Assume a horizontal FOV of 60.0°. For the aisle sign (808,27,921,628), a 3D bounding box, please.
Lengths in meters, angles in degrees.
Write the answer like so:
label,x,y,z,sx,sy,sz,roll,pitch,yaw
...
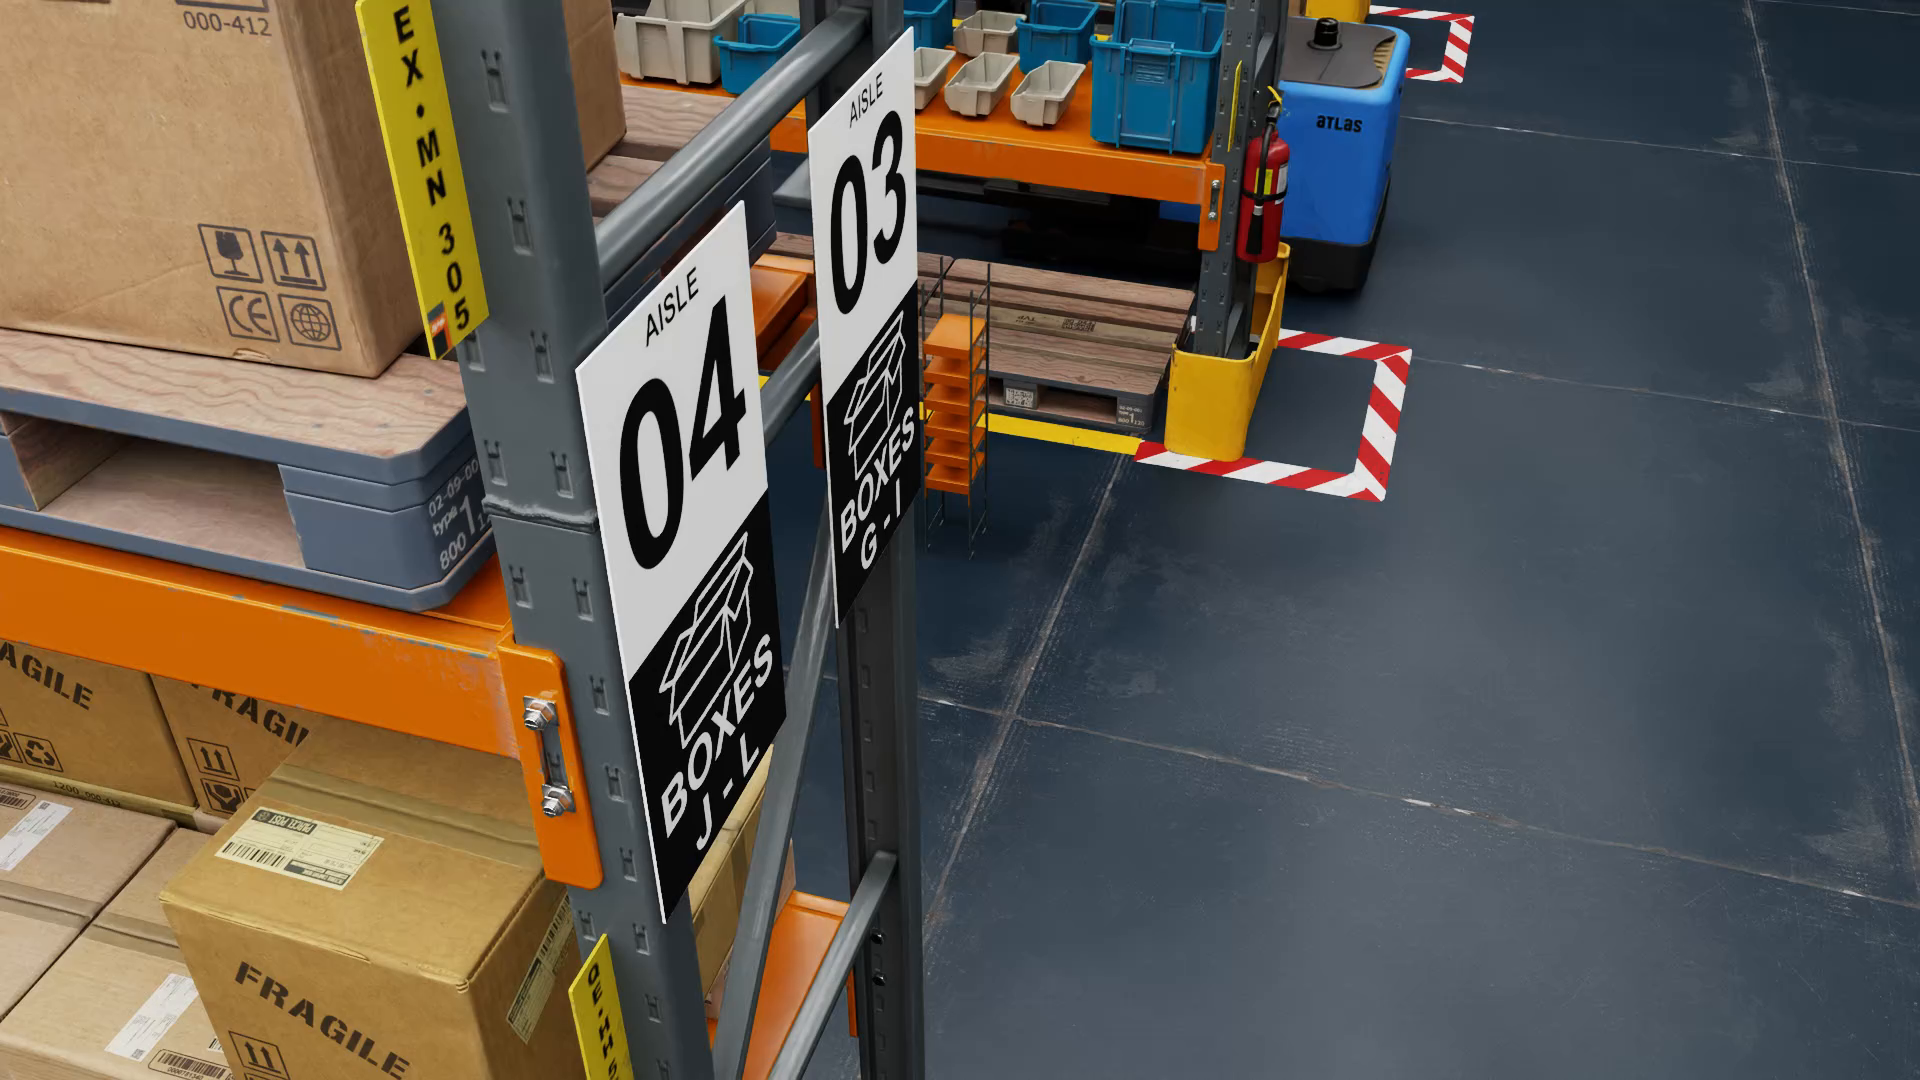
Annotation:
label,x,y,z,sx,sy,sz,roll,pitch,yaw
aisle sign,-0.127,-0.295,2.428,0.004,0.787,0.394,10,38,14

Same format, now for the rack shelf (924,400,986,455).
label,x,y,z,sx,sy,sz,roll,pitch,yaw
rack shelf,-0.014,-0.450,6.424,0.180,0.103,0.258,10,38,14

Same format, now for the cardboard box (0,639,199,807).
label,x,y,z,sx,sy,sz,roll,pitch,yaw
cardboard box,-1.636,0.133,3.282,0.500,0.500,0.500,10,37,13

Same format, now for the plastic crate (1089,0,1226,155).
label,x,y,z,sx,sy,sz,roll,pitch,yaw
plastic crate,0.817,-1.886,6.701,0.499,0.435,0.616,10,38,14

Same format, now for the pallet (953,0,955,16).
label,x,y,z,sx,sy,sz,roll,pitch,yaw
pallet,-0.490,-4.158,12.221,1.213,0.211,1.003,10,38,14

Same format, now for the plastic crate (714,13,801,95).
label,x,y,z,sx,sy,sz,roll,pitch,yaw
plastic crate,-0.845,-2.069,7.121,0.300,0.233,0.416,10,38,14

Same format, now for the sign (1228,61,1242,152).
label,x,y,z,sx,sy,sz,roll,pitch,yaw
sign,1.044,-1.645,6.317,0.005,0.325,0.100,10,38,14

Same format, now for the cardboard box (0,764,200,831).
label,x,y,z,sx,sy,sz,roll,pitch,yaw
cardboard box,-1.639,0.433,3.507,0.500,0.250,0.500,9,37,12

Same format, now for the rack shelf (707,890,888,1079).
label,x,y,z,sx,sy,sz,roll,pitch,yaw
rack shelf,-2.194,0.845,3.679,4.000,0.370,1.077,10,38,14

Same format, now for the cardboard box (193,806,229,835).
label,x,y,z,sx,sy,sz,roll,pitch,yaw
cardboard box,-1.161,0.523,3.384,0.500,0.250,0.500,10,38,13

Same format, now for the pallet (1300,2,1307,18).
label,x,y,z,sx,sy,sz,roll,pitch,yaw
pallet,1.839,-3.726,11.635,1.213,0.211,1.003,10,38,14

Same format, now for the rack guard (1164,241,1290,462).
label,x,y,z,sx,sy,sz,roll,pitch,yaw
rack guard,1.219,-0.890,7.538,0.348,0.500,1.175,10,38,14

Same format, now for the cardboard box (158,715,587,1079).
label,x,y,z,sx,sy,sz,roll,pitch,yaw
cardboard box,-0.828,0.610,2.634,0.500,0.500,0.500,11,38,14

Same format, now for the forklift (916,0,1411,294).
label,x,y,z,sx,sy,sz,roll,pitch,yaw
forklift,0.737,-2.936,8.266,3.031,2.935,1.130,11,38,15

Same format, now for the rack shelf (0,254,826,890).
label,x,y,z,sx,sy,sz,roll,pitch,yaw
rack shelf,-2.194,-0.363,2.789,4.000,0.370,1.077,10,38,14

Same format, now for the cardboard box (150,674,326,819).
label,x,y,z,sx,sy,sz,roll,pitch,yaw
cardboard box,-1.140,0.221,3.162,0.500,0.500,0.500,10,37,13

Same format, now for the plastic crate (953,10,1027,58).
label,x,y,z,sx,sy,sz,roll,pitch,yaw
plastic crate,0.126,-2.265,7.469,0.298,0.136,0.250,10,38,14

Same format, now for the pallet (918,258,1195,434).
label,x,y,z,sx,sy,sz,roll,pitch,yaw
pallet,0.417,-0.939,7.847,1.213,0.211,1.003,10,38,14

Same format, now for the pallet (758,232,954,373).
label,x,y,z,sx,sy,sz,roll,pitch,yaw
pallet,-0.744,-1.155,8.141,1.213,0.211,1.003,10,38,14

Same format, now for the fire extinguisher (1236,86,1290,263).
label,x,y,z,sx,sy,sz,roll,pitch,yaw
fire extinguisher,1.201,-1.429,6.540,0.183,0.674,0.296,10,38,14

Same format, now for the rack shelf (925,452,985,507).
label,x,y,z,sx,sy,sz,roll,pitch,yaw
rack shelf,-0.014,-0.257,6.566,0.180,0.103,0.258,10,38,14

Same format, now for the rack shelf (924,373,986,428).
label,x,y,z,sx,sy,sz,roll,pitch,yaw
rack shelf,-0.014,-0.547,6.353,0.180,0.103,0.258,10,38,14

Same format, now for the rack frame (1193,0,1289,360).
label,x,y,z,sx,sy,sz,roll,pitch,yaw
rack frame,1.192,-1.894,6.793,0.127,3.000,1.000,10,38,14

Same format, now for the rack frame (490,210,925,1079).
label,x,y,z,sx,sy,sz,roll,pitch,yaw
rack frame,-0.285,0.909,2.985,0.127,3.000,1.000,10,38,14

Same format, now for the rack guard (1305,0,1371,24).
label,x,y,z,sx,sy,sz,roll,pitch,yaw
rack guard,2.600,-3.703,11.359,0.348,0.500,1.175,10,38,14

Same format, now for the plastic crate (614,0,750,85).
label,x,y,z,sx,sy,sz,roll,pitch,yaw
plastic crate,-1.223,-2.203,7.262,0.530,0.282,0.437,10,38,14

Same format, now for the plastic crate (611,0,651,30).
label,x,y,z,sx,sy,sz,roll,pitch,yaw
plastic crate,-1.477,-2.468,7.755,0.590,0.125,0.437,10,38,14

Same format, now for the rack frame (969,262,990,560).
label,x,y,z,sx,sy,sz,roll,pitch,yaw
rack frame,0.074,-0.470,6.376,0.006,1.200,0.240,10,38,14

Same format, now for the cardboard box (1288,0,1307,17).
label,x,y,z,sx,sy,sz,roll,pitch,yaw
cardboard box,2.080,-3.823,11.151,0.500,0.500,0.500,10,38,14

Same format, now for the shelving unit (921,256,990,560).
label,x,y,z,sx,sy,sz,roll,pitch,yaw
shelving unit,-0.014,-0.486,6.398,0.189,1.200,0.258,10,38,14

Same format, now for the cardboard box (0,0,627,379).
label,x,y,z,sx,sy,sz,roll,pitch,yaw
cardboard box,-0.797,-0.611,1.996,0.500,0.500,0.700,8,37,11

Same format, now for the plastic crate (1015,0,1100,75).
label,x,y,z,sx,sy,sz,roll,pitch,yaw
plastic crate,0.426,-2.197,7.295,0.300,0.233,0.416,10,38,14

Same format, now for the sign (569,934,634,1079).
label,x,y,z,sx,sy,sz,roll,pitch,yaw
sign,-0.460,0.651,2.158,0.005,0.325,0.100,10,38,14

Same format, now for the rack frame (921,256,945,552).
label,x,y,z,sx,sy,sz,roll,pitch,yaw
rack frame,-0.101,-0.502,6.420,0.006,1.200,0.240,10,38,14

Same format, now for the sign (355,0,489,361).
label,x,y,z,sx,sy,sz,roll,pitch,yaw
sign,-0.460,-0.320,1.443,0.005,0.325,0.100,10,38,14

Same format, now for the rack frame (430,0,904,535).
label,x,y,z,sx,sy,sz,roll,pitch,yaw
rack frame,-0.285,-1.508,1.207,0.127,3.000,1.000,10,38,14

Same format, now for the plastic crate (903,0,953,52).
label,x,y,z,sx,sy,sz,roll,pitch,yaw
plastic crate,-0.202,-2.313,7.453,0.300,0.233,0.416,10,38,14

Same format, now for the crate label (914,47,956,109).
label,x,y,z,sx,sy,sz,roll,pitch,yaw
crate label,-0.186,-1.948,7.038,0.243,0.136,0.396,10,38,14

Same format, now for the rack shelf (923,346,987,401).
label,x,y,z,sx,sy,sz,roll,pitch,yaw
rack shelf,-0.014,-0.643,6.282,0.180,0.103,0.258,10,38,14

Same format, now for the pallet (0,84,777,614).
label,x,y,z,sx,sy,sz,roll,pitch,yaw
pallet,-0.996,-0.389,2.292,1.213,0.211,1.003,10,38,14

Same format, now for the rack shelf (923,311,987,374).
label,x,y,z,sx,sy,sz,roll,pitch,yaw
rack shelf,-0.014,-0.740,6.211,0.180,0.103,0.258,10,38,14

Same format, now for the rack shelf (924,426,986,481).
label,x,y,z,sx,sy,sz,roll,pitch,yaw
rack shelf,-0.014,-0.353,6.495,0.180,0.103,0.258,10,38,14

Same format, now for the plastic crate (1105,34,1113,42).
label,x,y,z,sx,sy,sz,roll,pitch,yaw
plastic crate,0.773,-2.145,7.306,0.298,0.136,0.250,10,38,14

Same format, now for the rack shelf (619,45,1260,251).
label,x,y,z,sx,sy,sz,roll,pitch,yaw
rack shelf,-0.717,-1.958,7.486,4.000,0.370,1.077,10,38,14

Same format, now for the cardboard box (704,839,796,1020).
label,x,y,z,sx,sy,sz,roll,pitch,yaw
cardboard box,-0.525,0.760,3.398,0.250,0.149,0.380,11,38,14

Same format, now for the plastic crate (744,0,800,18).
label,x,y,z,sx,sy,sz,roll,pitch,yaw
plastic crate,-0.874,-2.381,7.626,0.466,0.136,0.293,10,38,14

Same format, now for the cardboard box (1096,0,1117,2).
label,x,y,z,sx,sy,sz,roll,pitch,yaw
cardboard box,1.182,-3.907,11.477,0.500,0.250,0.500,10,38,14

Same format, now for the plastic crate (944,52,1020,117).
label,x,y,z,sx,sy,sz,roll,pitch,yaw
plastic crate,0.087,-1.913,6.990,0.243,0.136,0.396,10,38,14

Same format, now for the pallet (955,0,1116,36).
label,x,y,z,sx,sy,sz,roll,pitch,yaw
pallet,0.678,-3.943,11.930,1.213,0.211,1.003,10,38,14

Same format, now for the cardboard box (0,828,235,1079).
label,x,y,z,sx,sy,sz,roll,pitch,yaw
cardboard box,-1.310,0.824,2.976,0.500,0.250,0.500,10,37,13

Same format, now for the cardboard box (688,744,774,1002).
label,x,y,z,sx,sy,sz,roll,pitch,yaw
cardboard box,-0.662,0.612,3.264,0.500,0.250,0.500,10,37,13

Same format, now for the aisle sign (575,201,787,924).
label,x,y,z,sx,sy,sz,roll,pitch,yaw
aisle sign,-0.305,0.044,1.967,0.004,0.787,0.394,10,38,14

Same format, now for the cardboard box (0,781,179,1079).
label,x,y,z,sx,sy,sz,roll,pitch,yaw
cardboard box,-1.796,0.734,3.098,0.500,0.250,0.500,9,37,12

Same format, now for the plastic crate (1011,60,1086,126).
label,x,y,z,sx,sy,sz,roll,pitch,yaw
plastic crate,0.360,-1.853,6.910,0.243,0.136,0.396,10,38,14
